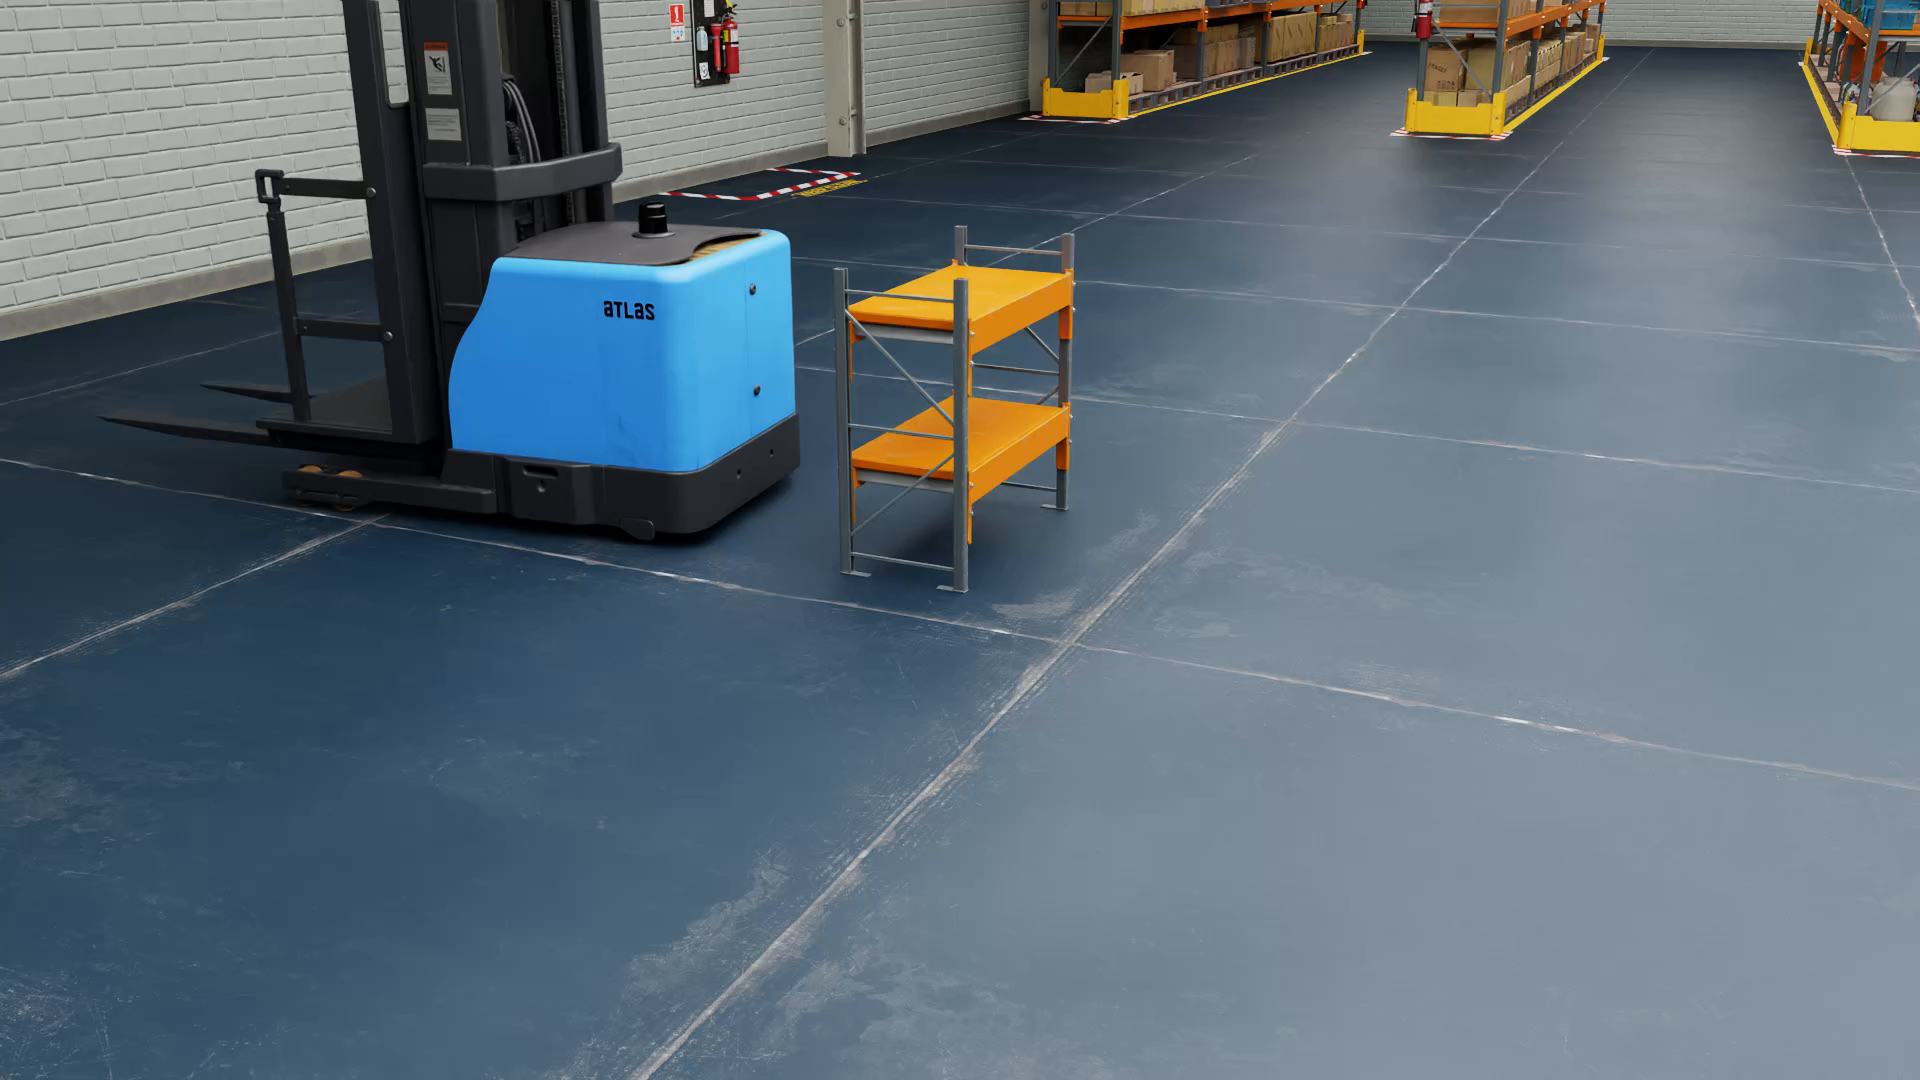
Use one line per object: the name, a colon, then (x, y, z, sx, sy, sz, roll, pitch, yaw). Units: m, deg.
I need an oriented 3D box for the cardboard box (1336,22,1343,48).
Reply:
cardboard box: (7.631, -10.603, 34.909, 0.700, 0.500, 0.500, 8, 21, 21)

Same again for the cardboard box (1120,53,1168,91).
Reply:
cardboard box: (2.630, -6.846, 24.317, 0.700, 0.500, 0.500, 7, 21, 19)

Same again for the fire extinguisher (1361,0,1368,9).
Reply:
fire extinguisher: (8.719, -11.888, 36.091, 0.296, 0.674, 0.183, 9, 21, 23)

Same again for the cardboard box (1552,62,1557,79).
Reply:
cardboard box: (9.281, -7.543, 26.679, 0.500, 0.250, 0.500, 8, 21, 22)

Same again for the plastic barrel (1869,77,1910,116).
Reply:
plastic barrel: (11.128, -5.257, 19.861, 0.421, 0.512, 0.421, 0, 20, 0)

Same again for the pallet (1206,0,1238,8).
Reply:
pallet: (3.768, -8.572, 26.382, 1.003, 0.211, 1.213, 9, 21, 23)

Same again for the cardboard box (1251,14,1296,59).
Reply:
cardboard box: (5.746, -9.330, 30.809, 0.750, 0.750, 0.750, 8, 21, 22)

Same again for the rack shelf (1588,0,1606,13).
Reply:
rack shelf: (11.939, -10.488, 32.557, 1.077, 0.370, 4.000, 9, 21, 23)

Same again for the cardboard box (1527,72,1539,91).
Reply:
cardboard box: (8.235, -6.762, 24.482, 0.500, 0.250, 0.500, 8, 21, 21)

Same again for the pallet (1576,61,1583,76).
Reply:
pallet: (10.821, -8.648, 30.471, 1.003, 0.211, 1.213, 9, 21, 23)

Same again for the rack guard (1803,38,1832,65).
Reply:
rack guard: (17.273, -9.589, 32.686, 1.175, 0.500, 0.348, 9, 21, 23)

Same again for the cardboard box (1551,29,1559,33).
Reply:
cardboard box: (11.094, -9.458, 31.662, 0.500, 0.500, 0.500, 9, 21, 23)

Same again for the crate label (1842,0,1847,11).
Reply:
crate label: (13.345, -8.062, 24.609, 0.502, 0.435, 0.616, 9, 21, 23)

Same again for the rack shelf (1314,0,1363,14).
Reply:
rack shelf: (7.418, -11.167, 34.465, 1.077, 0.370, 4.000, 9, 21, 23)

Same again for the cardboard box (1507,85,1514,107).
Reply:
cardboard box: (7.035, -5.889, 22.029, 0.500, 0.250, 0.500, 9, 21, 23)

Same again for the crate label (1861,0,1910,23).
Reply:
crate label: (11.230, -6.483, 20.169, 0.502, 0.435, 0.616, 9, 21, 23)

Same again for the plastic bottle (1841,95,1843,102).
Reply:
plastic bottle: (11.747, -5.879, 22.042, 0.097, 0.201, 0.097, 0, 20, 0)

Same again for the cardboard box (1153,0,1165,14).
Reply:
cardboard box: (2.588, -7.586, 23.517, 0.500, 0.250, 0.500, 8, 21, 22)

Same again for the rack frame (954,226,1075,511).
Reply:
rack frame: (0.211, -0.687, 6.723, 0.500, 1.125, 0.032, 9, 21, 23)

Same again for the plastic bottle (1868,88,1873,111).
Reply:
plastic bottle: (11.546, -5.623, 21.212, 0.152, 0.276, 0.135, 9, 21, 23)

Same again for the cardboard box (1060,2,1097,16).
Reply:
cardboard box: (1.699, -7.334, 22.809, 0.500, 0.250, 0.500, 9, 21, 23)

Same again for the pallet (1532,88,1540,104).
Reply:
pallet: (8.110, -6.687, 24.956, 1.003, 0.211, 1.213, 9, 21, 23)

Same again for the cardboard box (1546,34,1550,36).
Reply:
cardboard box: (10.279, -8.814, 29.851, 0.500, 0.500, 0.500, 9, 21, 23)

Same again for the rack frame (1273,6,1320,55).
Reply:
rack frame: (6.599, -10.894, 32.625, 1.000, 3.000, 0.127, 9, 21, 23)

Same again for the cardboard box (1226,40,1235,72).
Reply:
cardboard box: (4.219, -8.176, 28.057, 0.700, 0.500, 0.500, 8, 21, 22)

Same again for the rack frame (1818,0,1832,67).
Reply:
rack frame: (15.637, -9.535, 28.803, 1.000, 3.000, 0.127, 9, 21, 23)

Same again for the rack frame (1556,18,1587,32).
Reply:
rack frame: (11.120, -10.216, 30.717, 1.000, 3.000, 0.127, 9, 21, 23)

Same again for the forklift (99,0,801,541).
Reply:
forklift: (-2.260, -1.657, 6.753, 3.031, 2.935, 1.130, 7, 21, 18)

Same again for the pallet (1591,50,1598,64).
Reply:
pallet: (12.401, -9.857, 33.872, 1.003, 0.211, 1.213, 9, 21, 23)

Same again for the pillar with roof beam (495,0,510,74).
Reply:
pillar with roof beam: (0.196, -6.126, 10.265, 9.100, 9.000, 0.400, 9, 21, 23)

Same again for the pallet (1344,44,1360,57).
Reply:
pallet: (7.981, -10.548, 35.813, 1.003, 0.211, 1.213, 9, 21, 23)

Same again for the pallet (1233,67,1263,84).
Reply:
pallet: (4.639, -8.119, 28.983, 1.003, 0.211, 1.213, 9, 21, 23)

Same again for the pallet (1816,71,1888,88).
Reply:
pallet: (14.785, -7.617, 27.571, 1.003, 0.211, 1.213, 9, 21, 23)

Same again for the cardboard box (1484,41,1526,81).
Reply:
cardboard box: (7.436, -6.549, 22.766, 0.500, 0.500, 0.500, 9, 21, 23)

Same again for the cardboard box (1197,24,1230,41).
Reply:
cardboard box: (4.217, -8.504, 27.858, 0.500, 0.250, 0.500, 8, 21, 22)

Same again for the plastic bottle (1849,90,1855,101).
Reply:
plastic bottle: (11.106, -5.454, 20.725, 0.061, 0.283, 0.133, 9, 22, 24)

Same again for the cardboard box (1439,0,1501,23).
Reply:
cardboard box: (6.408, -6.735, 20.782, 0.700, 0.500, 0.500, 9, 21, 23)

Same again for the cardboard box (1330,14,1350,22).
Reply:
cardboard box: (8.051, -11.073, 35.263, 0.380, 0.149, 0.250, 9, 22, 24)

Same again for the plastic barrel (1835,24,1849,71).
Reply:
plastic barrel: (15.109, -8.364, 28.015, 0.600, 0.901, 0.708, 9, 21, 23)

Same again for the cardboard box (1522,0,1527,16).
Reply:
cardboard box: (7.458, -7.519, 22.984, 0.700, 0.500, 0.500, 8, 21, 22)

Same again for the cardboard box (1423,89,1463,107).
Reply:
cardboard box: (6.156, -5.654, 21.368, 0.500, 0.250, 0.500, 9, 21, 23)

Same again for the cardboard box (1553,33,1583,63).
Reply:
cardboard box: (10.969, -8.905, 30.106, 0.500, 0.500, 0.500, 9, 21, 23)

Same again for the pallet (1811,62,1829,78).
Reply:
pallet: (15.903, -8.451, 29.917, 1.003, 0.211, 1.213, 9, 21, 23)

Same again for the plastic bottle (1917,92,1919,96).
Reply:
plastic bottle: (11.931, -5.435, 20.690, 0.097, 0.271, 0.097, 0, 20, 0)

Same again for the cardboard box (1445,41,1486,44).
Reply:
cardboard box: (6.959, -6.621, 22.968, 0.500, 0.500, 0.500, 9, 21, 23)

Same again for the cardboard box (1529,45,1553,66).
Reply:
cardboard box: (8.868, -7.499, 25.718, 0.500, 0.311, 0.500, 9, 22, 24)

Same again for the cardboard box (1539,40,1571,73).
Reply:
cardboard box: (9.929, -8.122, 27.905, 0.500, 0.500, 0.500, 10, 22, 25)

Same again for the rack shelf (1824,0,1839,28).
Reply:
rack shelf: (14.818, -8.585, 27.204, 1.077, 0.370, 4.000, 9, 21, 23)

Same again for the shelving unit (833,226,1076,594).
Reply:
shelving unit: (0.003, -0.532, 6.286, 0.538, 1.125, 1.048, 9, 21, 23)
